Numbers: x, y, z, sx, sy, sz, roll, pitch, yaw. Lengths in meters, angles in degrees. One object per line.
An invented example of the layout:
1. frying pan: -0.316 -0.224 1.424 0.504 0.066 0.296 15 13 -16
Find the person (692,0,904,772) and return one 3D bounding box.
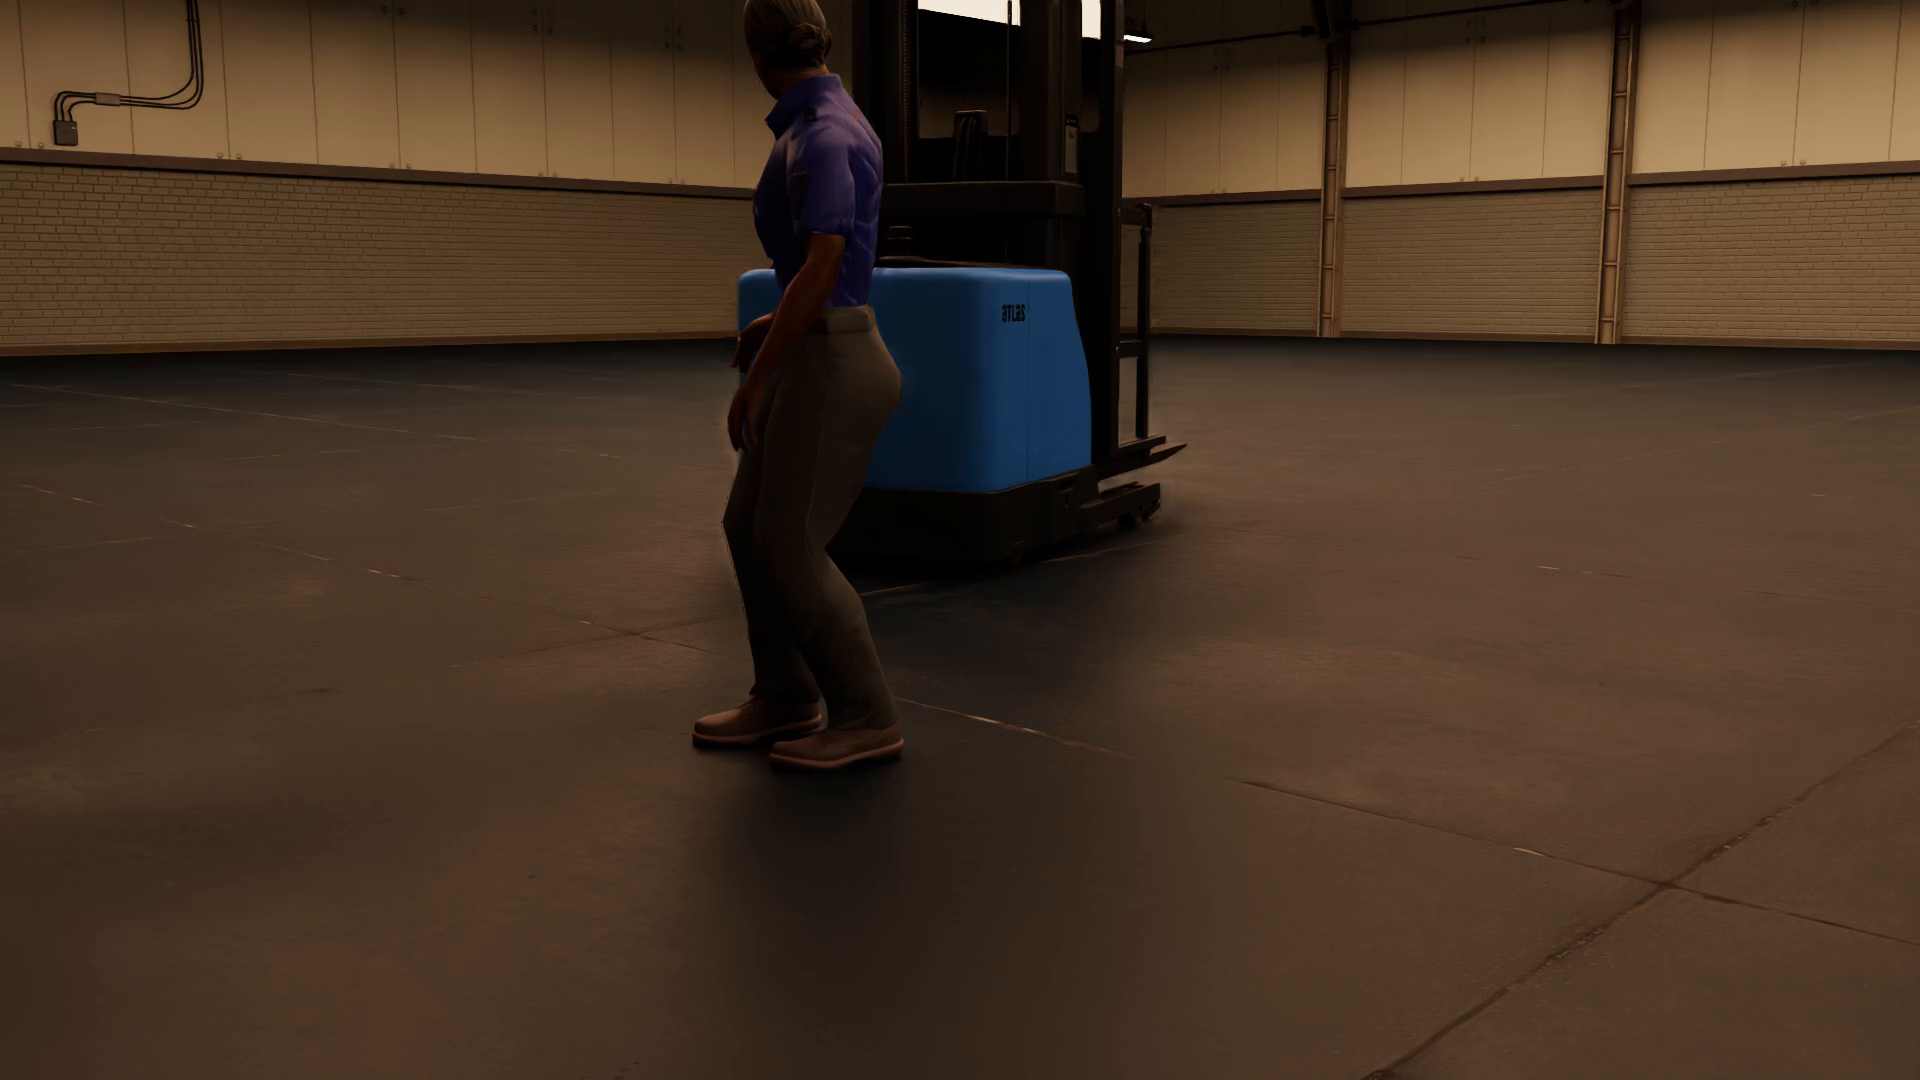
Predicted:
1. person: -0.355 -0.329 3.496 0.460 1.625 0.651 -1 9 -6

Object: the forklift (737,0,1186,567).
1. forklift: 0.235 -1.534 7.062 1.130 2.935 3.031 4 9 23
